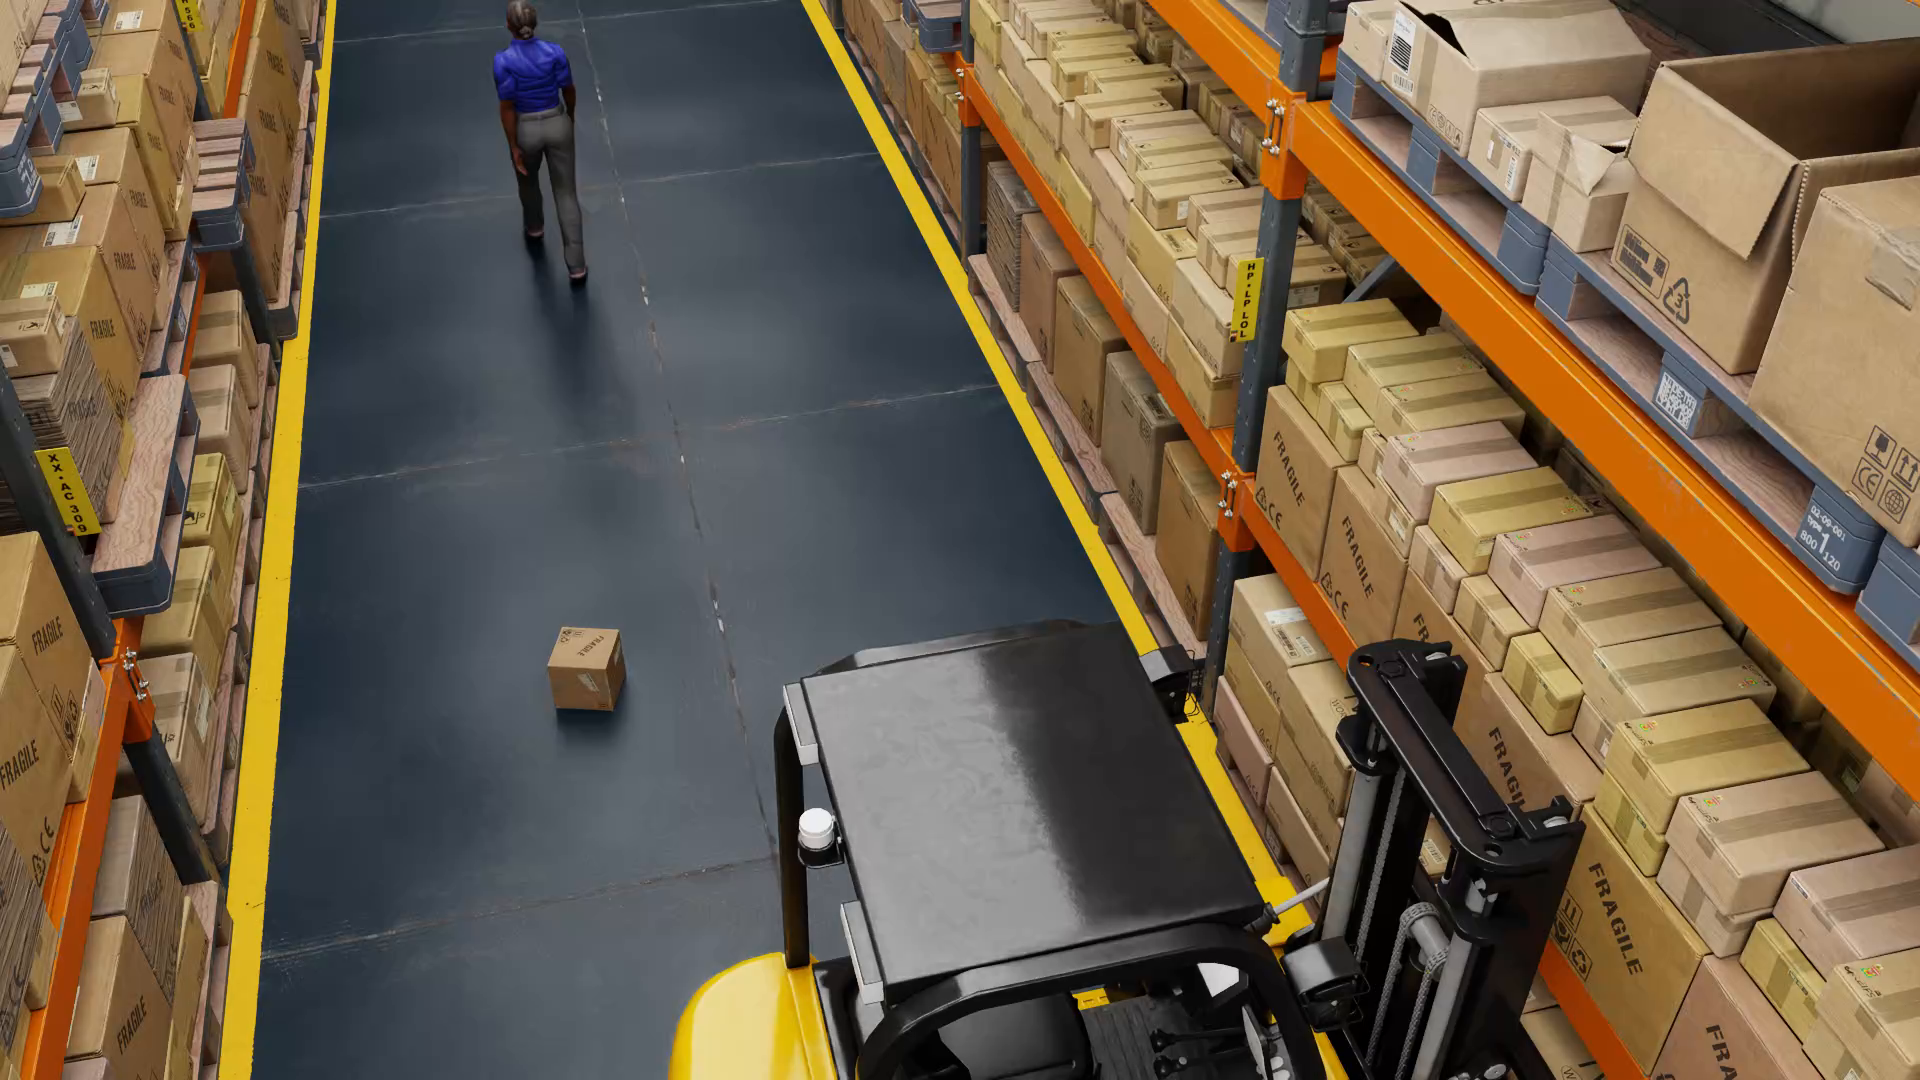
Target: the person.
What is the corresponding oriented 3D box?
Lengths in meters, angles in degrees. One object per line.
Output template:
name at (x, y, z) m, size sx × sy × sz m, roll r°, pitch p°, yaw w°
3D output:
person at (-2.458, -2.424, 9.759) m, size 0.456 × 1.601 × 0.946 m, roll -12°, pitch 40°, yaw -15°
